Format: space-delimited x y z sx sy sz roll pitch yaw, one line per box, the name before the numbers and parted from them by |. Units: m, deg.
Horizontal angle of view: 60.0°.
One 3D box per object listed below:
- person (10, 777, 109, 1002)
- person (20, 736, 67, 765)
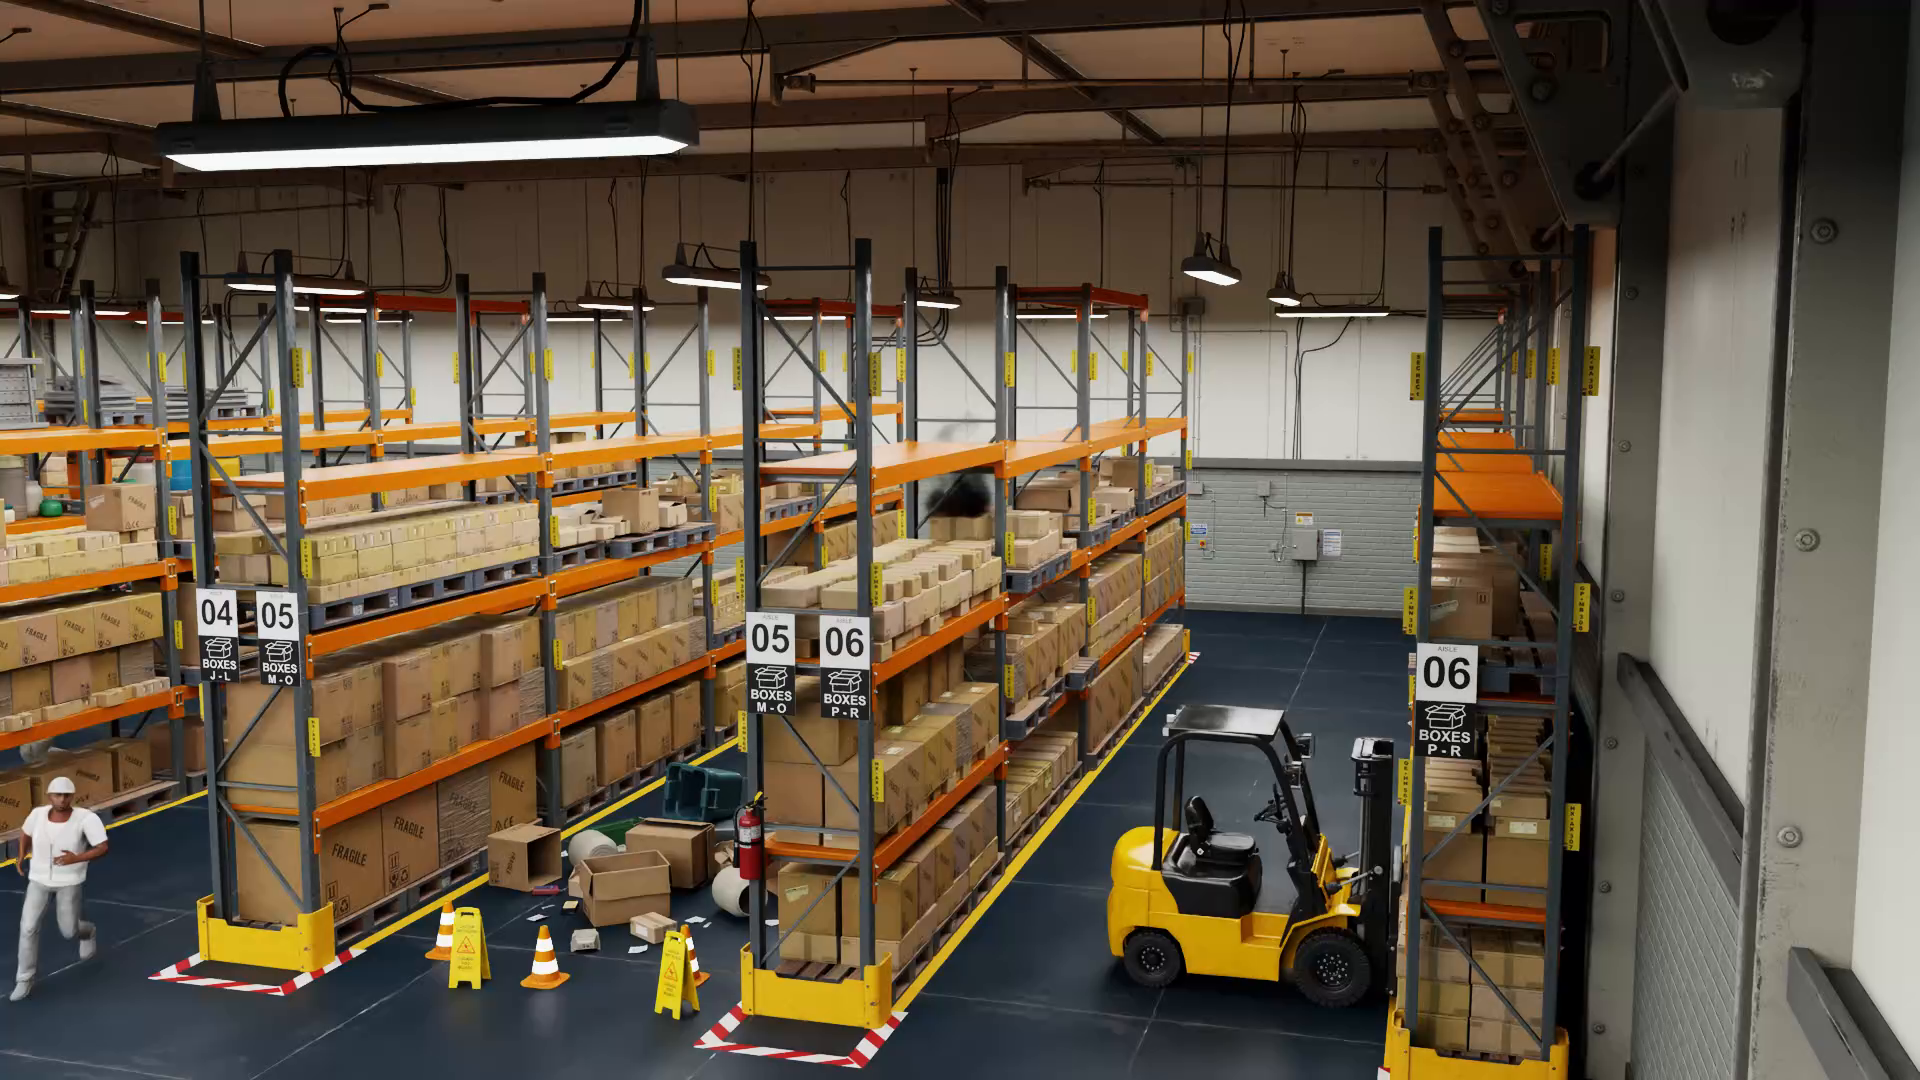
person | -7.397 2.799 13.702 0.730 1.735 0.882 -1 6 -9
person | -10.912 2.101 19.742 0.655 1.762 0.662 2 7 14
